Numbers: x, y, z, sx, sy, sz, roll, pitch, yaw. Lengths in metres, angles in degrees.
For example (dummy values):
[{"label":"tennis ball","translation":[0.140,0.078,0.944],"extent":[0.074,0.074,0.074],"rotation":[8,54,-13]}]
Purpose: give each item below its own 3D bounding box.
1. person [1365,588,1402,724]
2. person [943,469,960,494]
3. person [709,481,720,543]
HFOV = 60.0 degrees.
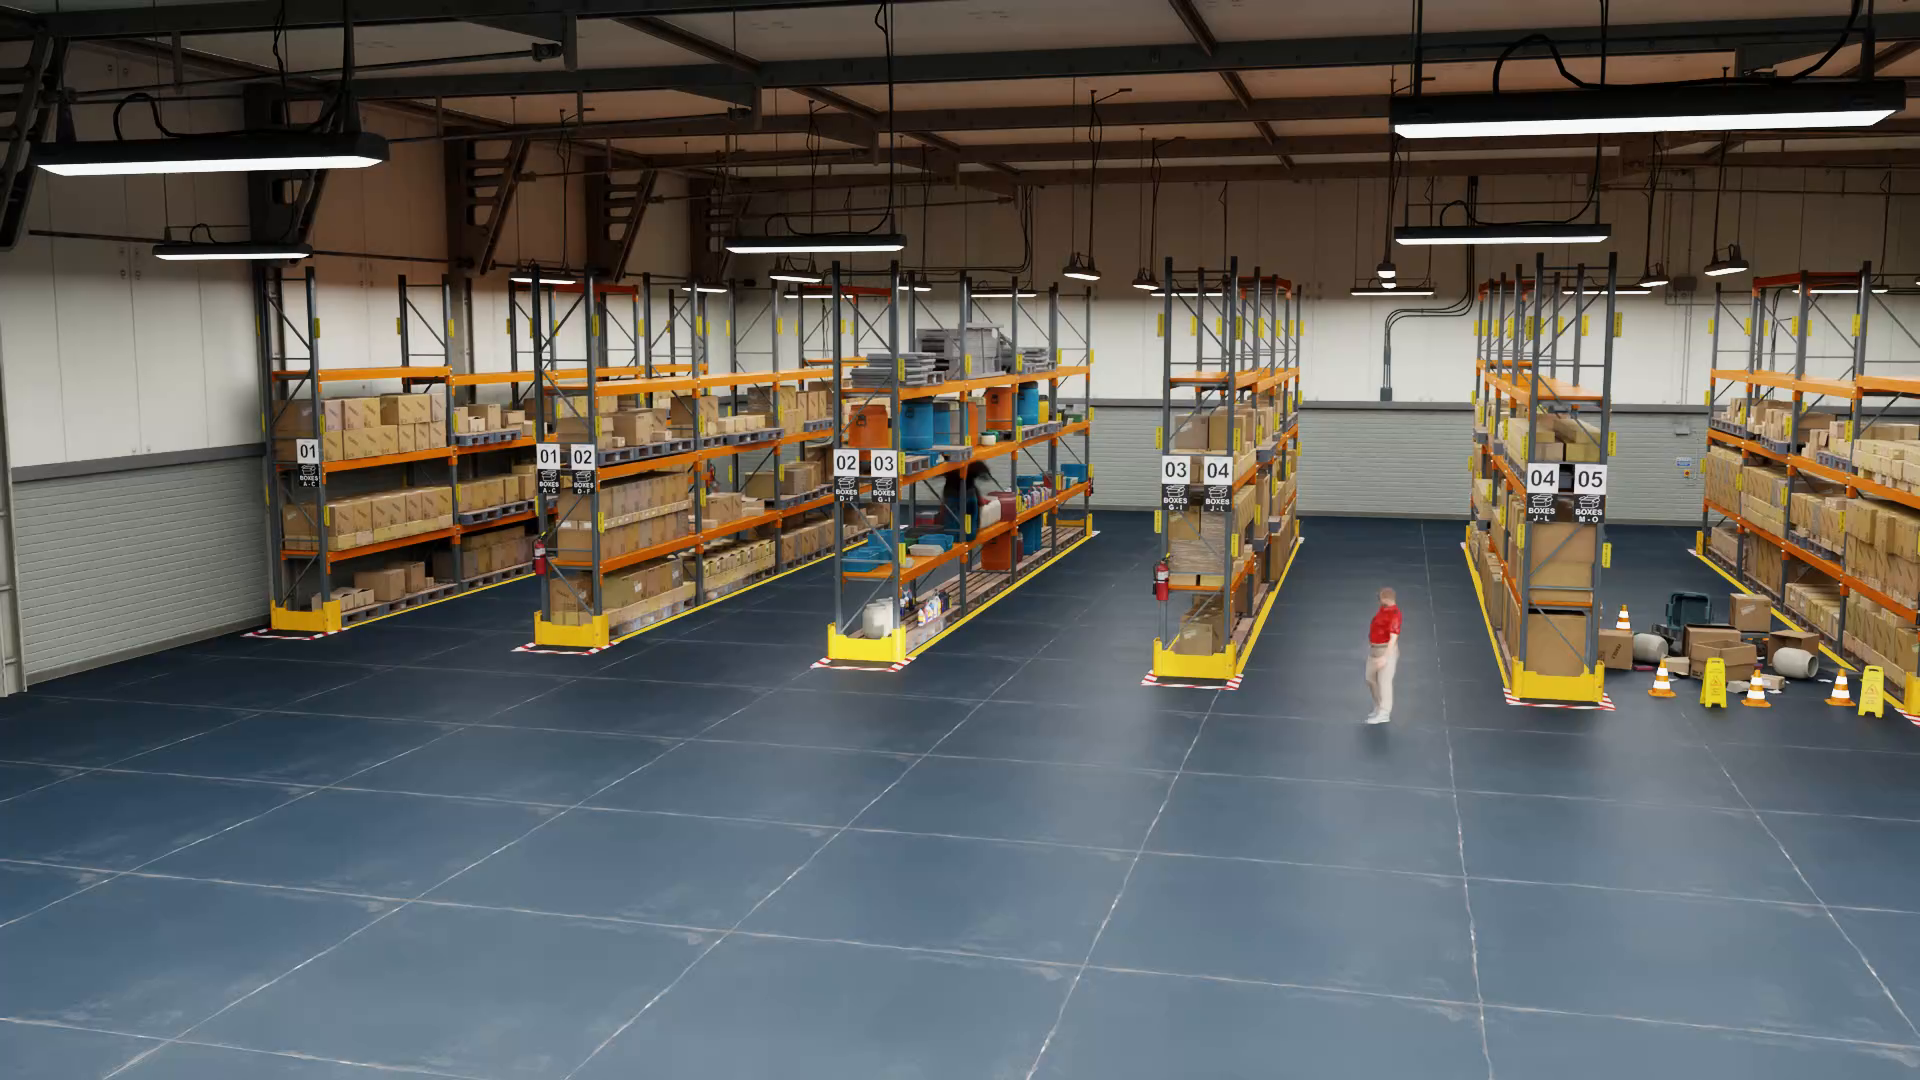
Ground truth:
[{"label":"person","translation":[5.363,1.489,21.252],"extent":[0.455,1.790,0.640],"rotation":[-2,7,-15]},{"label":"person","translation":[-0.204,-0.843,39.660],"extent":[0.379,1.641,0.603],"rotation":[-2,8,-18]},{"label":"person","translation":[-5.309,-0.458,36.525],"extent":[0.491,1.700,0.494],"rotation":[3,8,24]}]
